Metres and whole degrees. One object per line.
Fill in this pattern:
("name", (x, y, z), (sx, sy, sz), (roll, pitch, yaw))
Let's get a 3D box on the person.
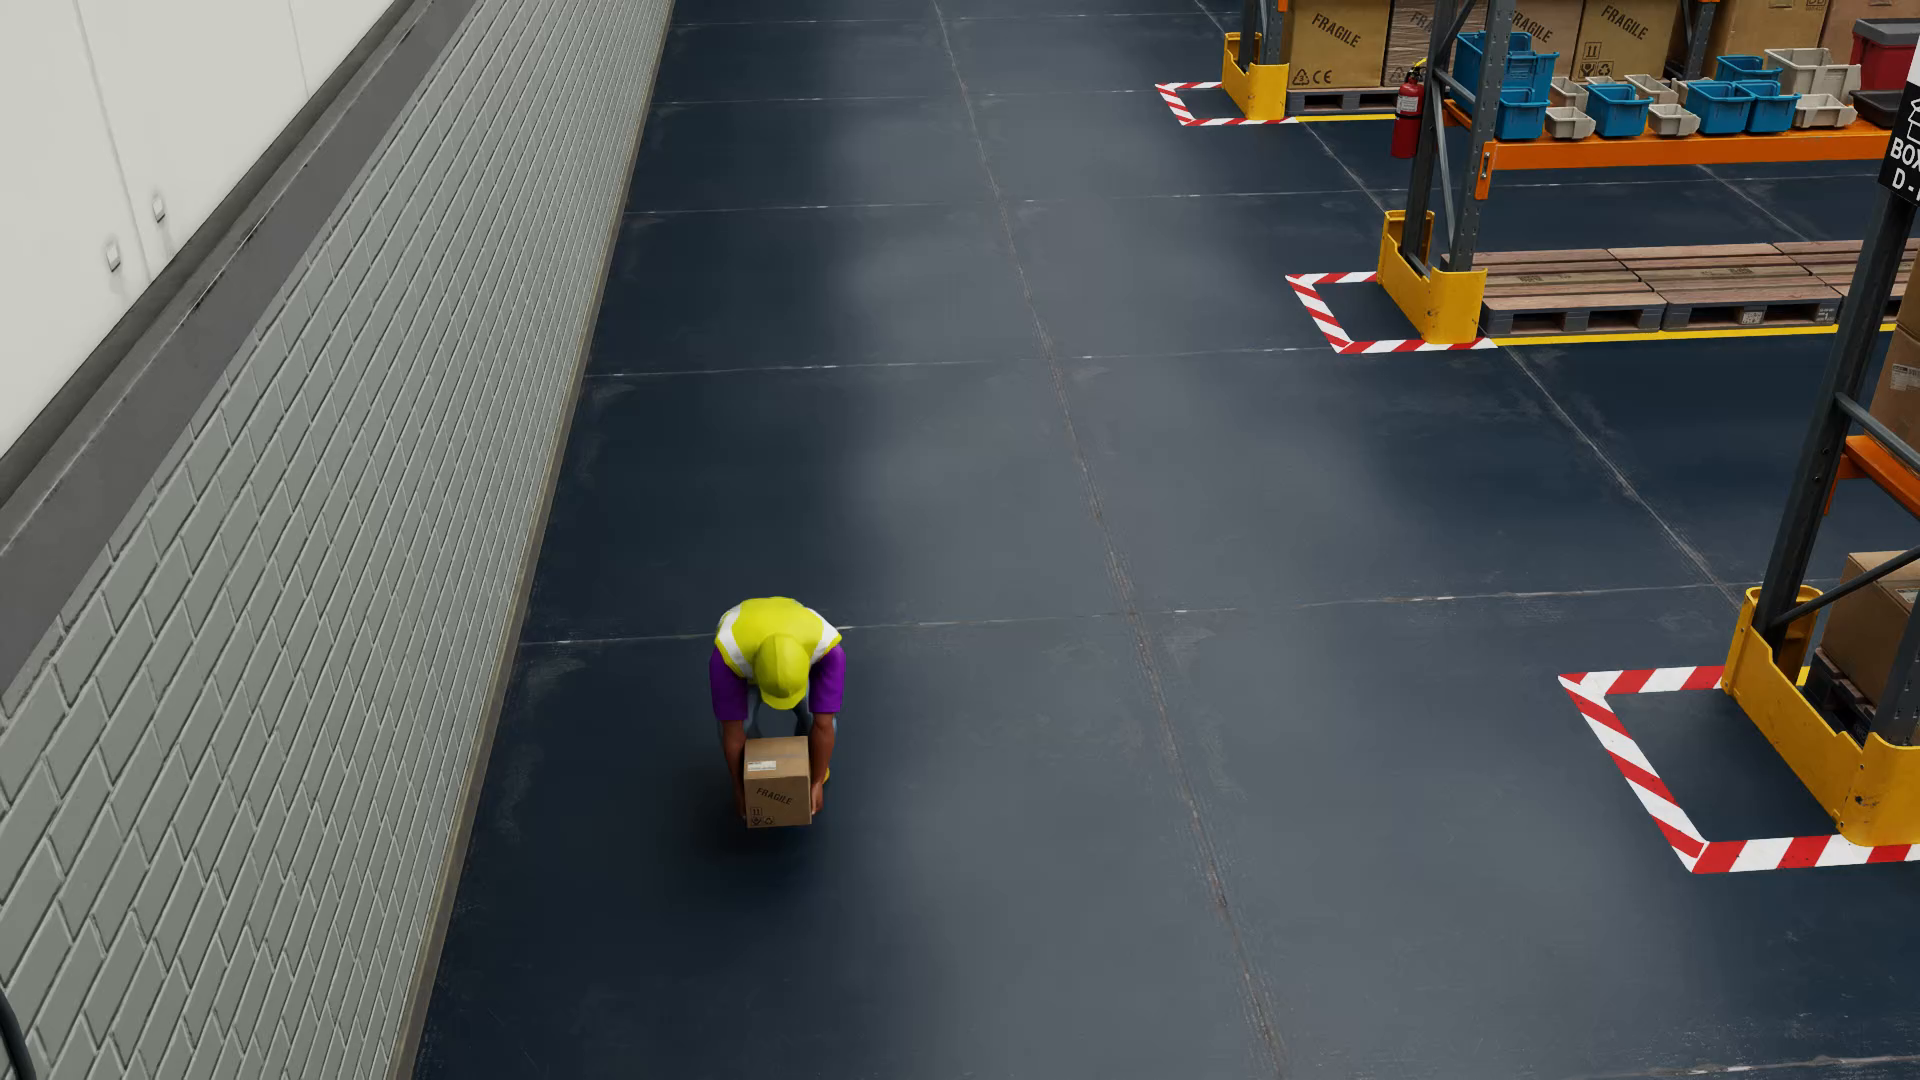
("person", (-0.732, 0.630, 6.767), (0.534, 1.009, 0.914), (-4, 31, -6))
